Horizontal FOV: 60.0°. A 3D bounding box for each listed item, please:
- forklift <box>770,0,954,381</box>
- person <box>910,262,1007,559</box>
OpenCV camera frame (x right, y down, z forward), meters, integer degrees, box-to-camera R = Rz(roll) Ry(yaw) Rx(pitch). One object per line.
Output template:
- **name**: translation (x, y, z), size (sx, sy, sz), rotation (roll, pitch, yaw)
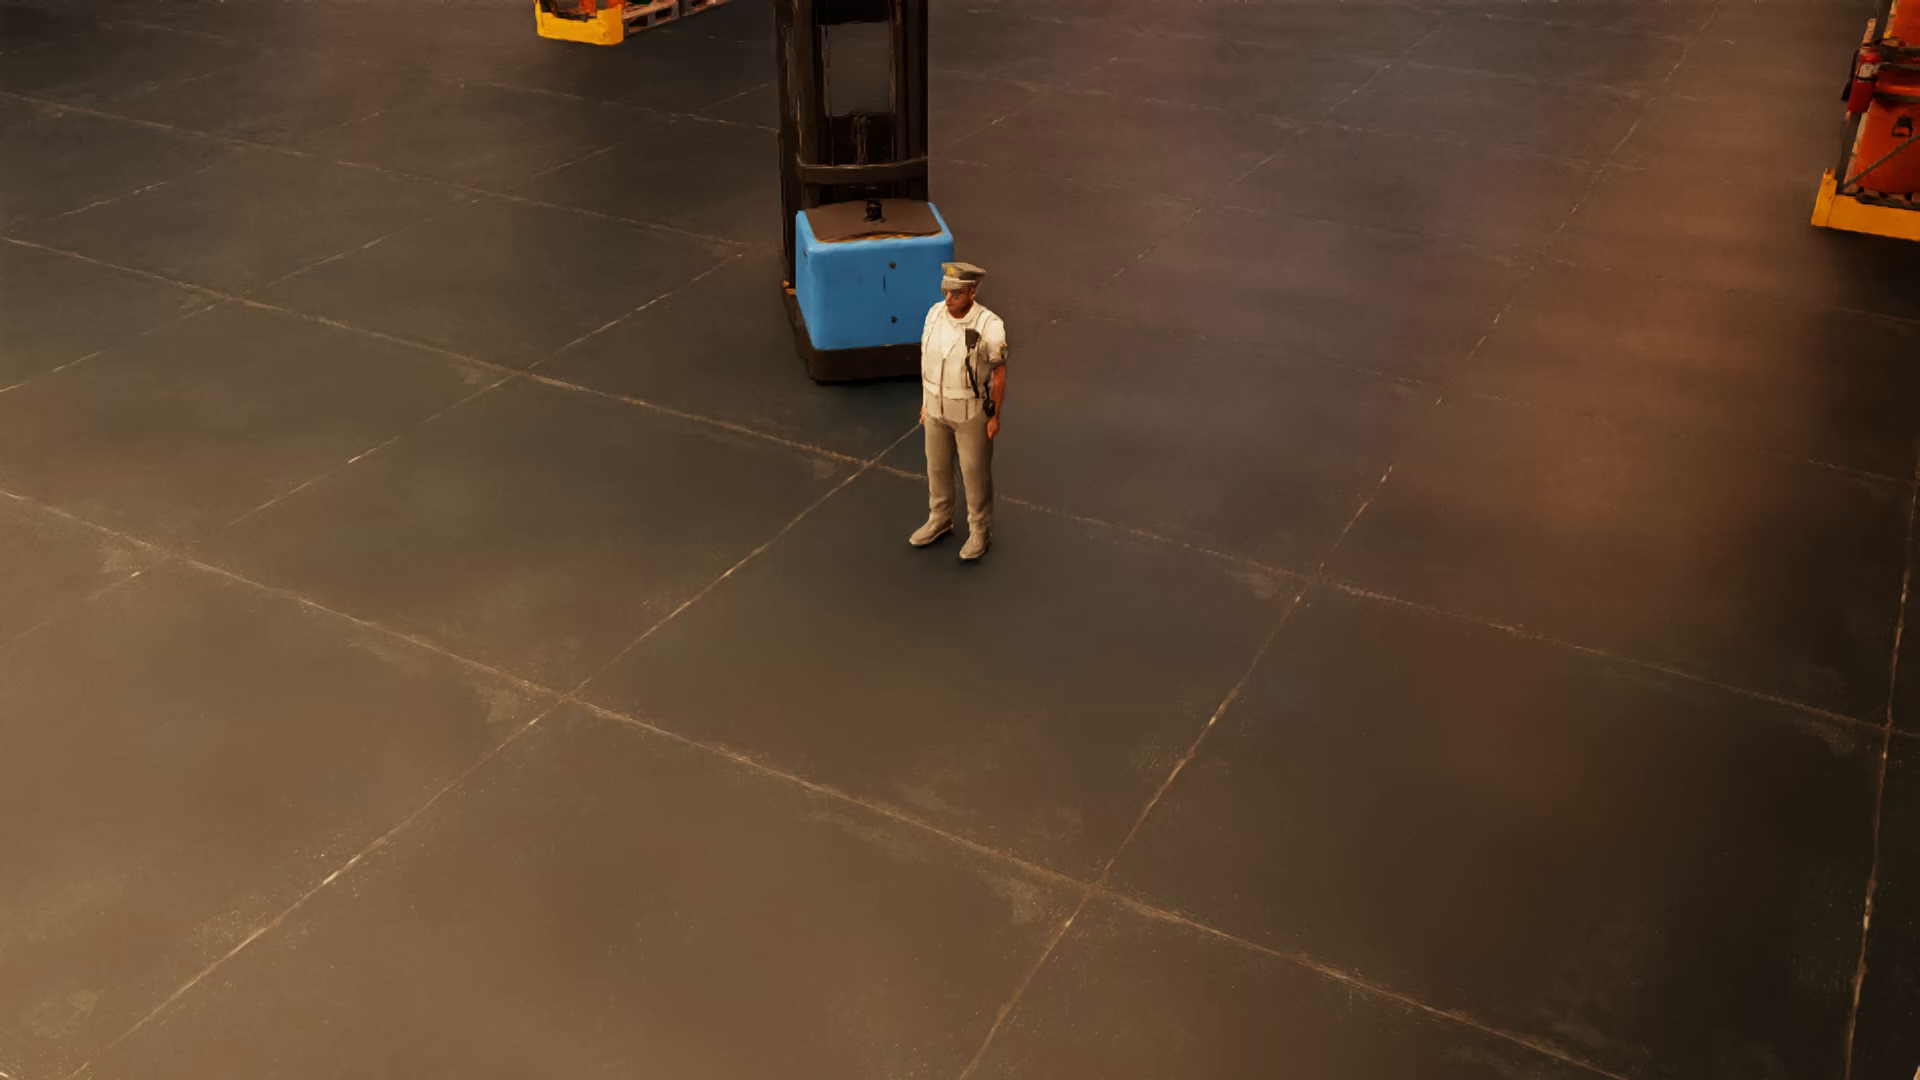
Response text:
- **forklift**: translation (-0.829, -3.117, 12.471), size (1.130, 2.935, 3.031), rotation (-6, 31, -10)
- **person**: translation (-0.007, -0.759, 9.548), size (0.523, 1.773, 0.396), rotation (15, 33, 25)
